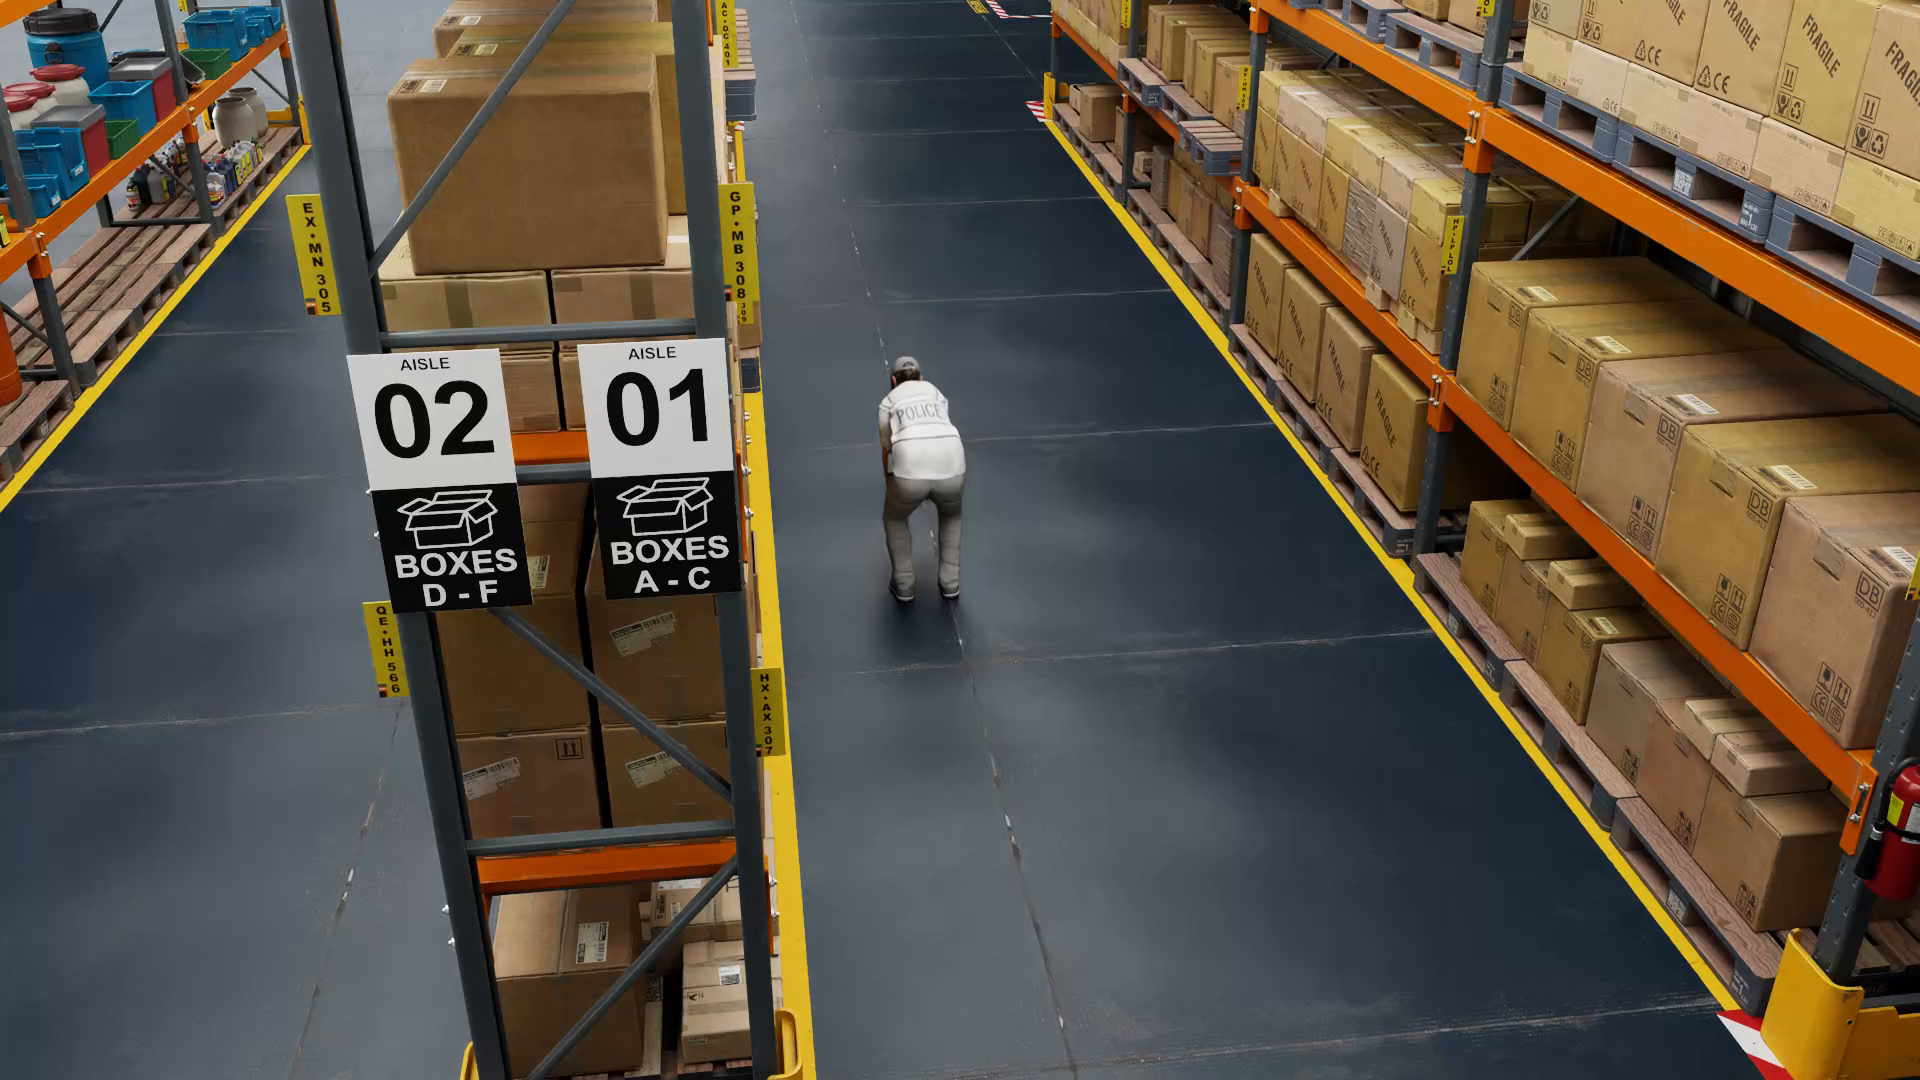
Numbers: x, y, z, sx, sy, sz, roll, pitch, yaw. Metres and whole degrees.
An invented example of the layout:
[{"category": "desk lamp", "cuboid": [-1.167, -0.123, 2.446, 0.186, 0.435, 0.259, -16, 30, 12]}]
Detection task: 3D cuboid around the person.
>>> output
[{"category": "person", "cuboid": [-0.237, -0.347, 9.705, 0.470, 1.290, 0.884, -5, 28, -10]}]
